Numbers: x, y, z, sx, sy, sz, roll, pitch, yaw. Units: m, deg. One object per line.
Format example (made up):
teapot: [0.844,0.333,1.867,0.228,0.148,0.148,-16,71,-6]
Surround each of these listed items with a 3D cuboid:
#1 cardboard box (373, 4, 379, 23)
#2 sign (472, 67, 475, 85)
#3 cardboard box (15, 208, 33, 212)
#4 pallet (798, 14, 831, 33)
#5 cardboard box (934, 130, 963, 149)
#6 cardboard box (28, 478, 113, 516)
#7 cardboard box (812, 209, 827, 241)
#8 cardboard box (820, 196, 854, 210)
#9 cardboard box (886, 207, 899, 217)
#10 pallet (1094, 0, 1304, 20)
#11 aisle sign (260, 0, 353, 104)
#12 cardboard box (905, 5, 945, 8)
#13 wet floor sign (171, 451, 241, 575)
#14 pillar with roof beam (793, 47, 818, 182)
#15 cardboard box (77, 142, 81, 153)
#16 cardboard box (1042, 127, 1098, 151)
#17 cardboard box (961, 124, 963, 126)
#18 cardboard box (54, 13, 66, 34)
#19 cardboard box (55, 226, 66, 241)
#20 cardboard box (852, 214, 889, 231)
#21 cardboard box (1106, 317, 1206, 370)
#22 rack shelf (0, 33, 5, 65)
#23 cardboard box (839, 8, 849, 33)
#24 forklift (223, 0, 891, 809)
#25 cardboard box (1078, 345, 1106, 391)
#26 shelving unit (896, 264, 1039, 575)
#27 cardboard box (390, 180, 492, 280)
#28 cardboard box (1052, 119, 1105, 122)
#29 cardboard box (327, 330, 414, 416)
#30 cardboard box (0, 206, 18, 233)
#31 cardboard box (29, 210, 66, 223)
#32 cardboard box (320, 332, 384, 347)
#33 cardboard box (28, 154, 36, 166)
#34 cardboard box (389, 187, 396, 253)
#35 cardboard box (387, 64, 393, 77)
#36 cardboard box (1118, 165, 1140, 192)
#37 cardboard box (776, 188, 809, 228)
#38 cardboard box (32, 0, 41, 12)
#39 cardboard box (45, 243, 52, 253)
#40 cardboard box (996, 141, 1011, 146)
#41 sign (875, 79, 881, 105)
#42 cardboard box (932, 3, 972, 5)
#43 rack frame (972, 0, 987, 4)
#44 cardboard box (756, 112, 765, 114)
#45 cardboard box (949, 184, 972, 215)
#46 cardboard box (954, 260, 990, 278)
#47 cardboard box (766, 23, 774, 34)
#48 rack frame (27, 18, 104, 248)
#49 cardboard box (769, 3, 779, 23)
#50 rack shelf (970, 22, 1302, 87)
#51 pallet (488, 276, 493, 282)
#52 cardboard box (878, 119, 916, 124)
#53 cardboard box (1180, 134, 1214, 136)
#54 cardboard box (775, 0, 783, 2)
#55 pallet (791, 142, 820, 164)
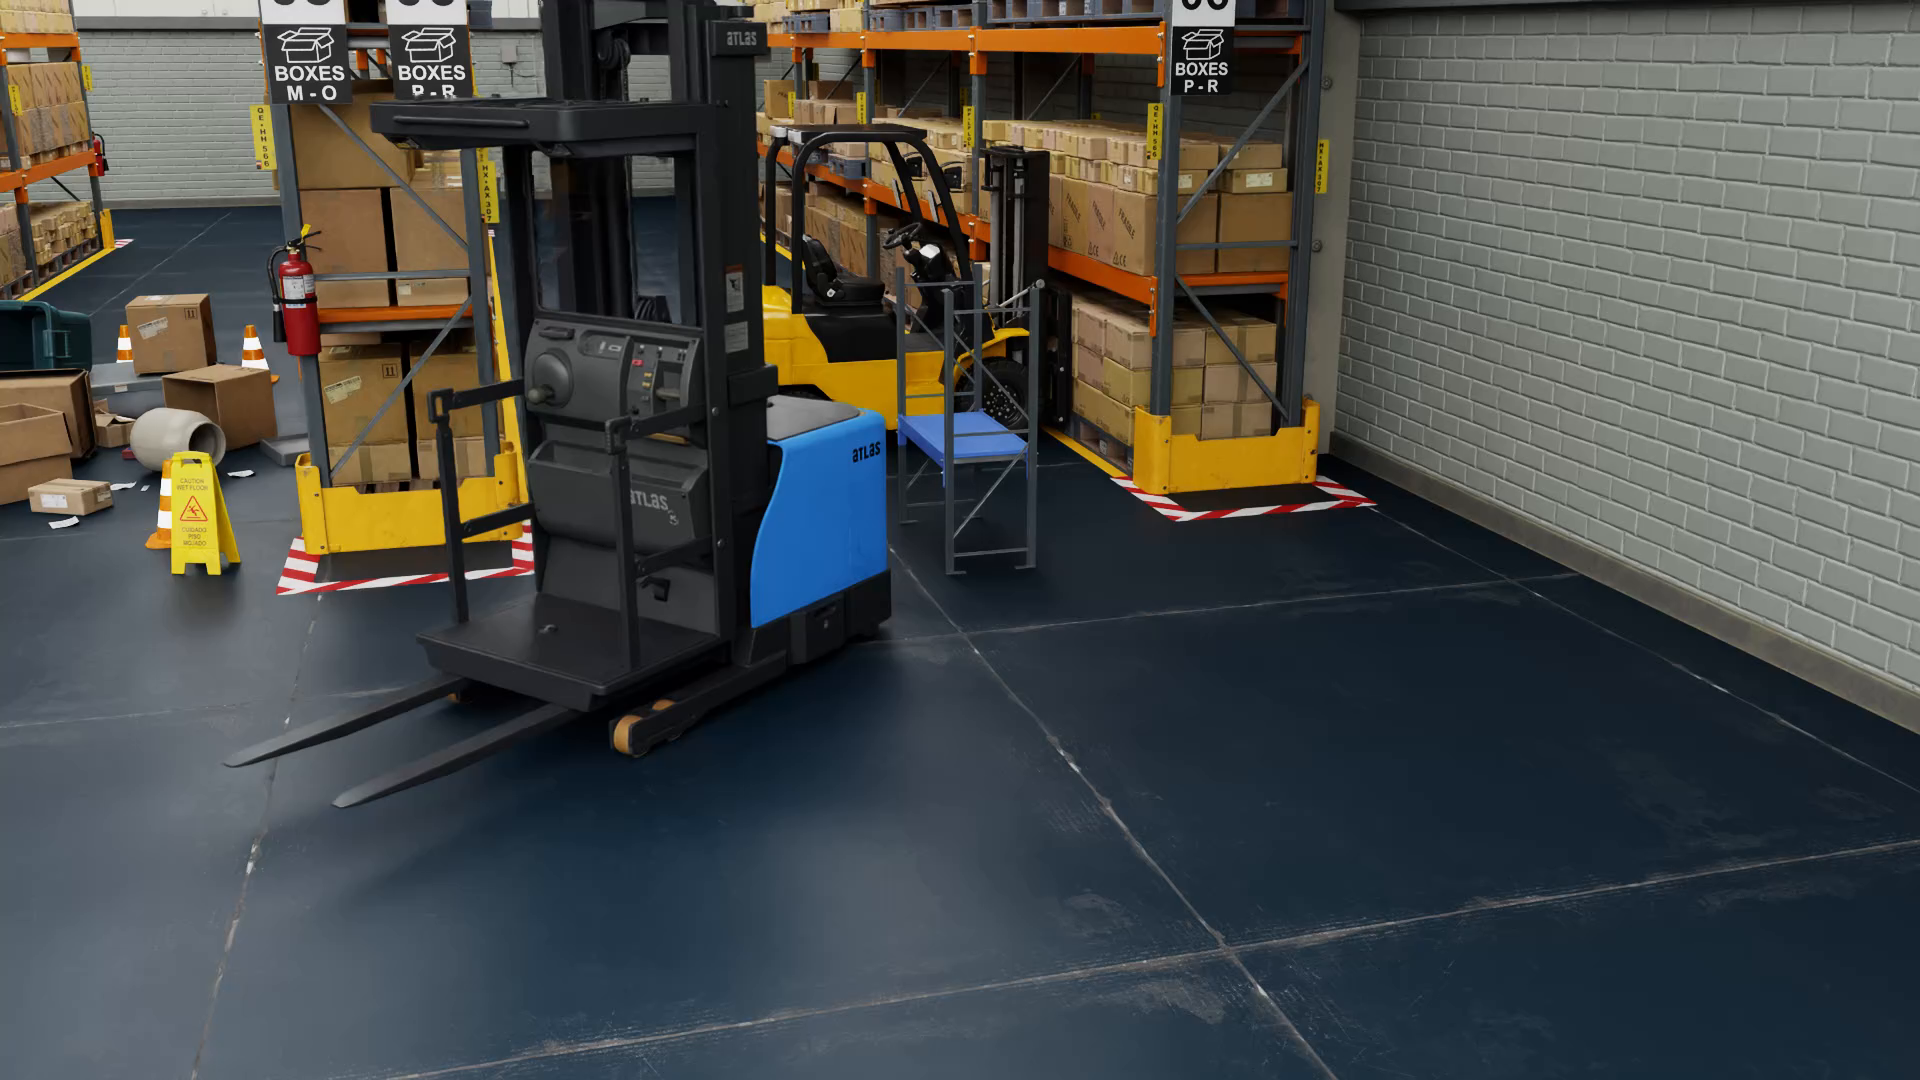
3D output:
cardboard box: [-4.040,-3.456,10.967,0.380,0.149,0.250,-5,18,-17]
sign: [-6.948,-6.556,23.638,0.100,0.325,0.005,-5,17,-15]
cardboard box: [-12.103,-4.170,21.311,0.380,0.149,0.250,-6,18,-18]
pallet: [-1.203,-6.010,19.358,1.213,0.211,1.003,-5,17,-15]
cardboard box: [-0.017,-3.562,14.796,0.380,0.149,0.250,-5,18,-17]
cardboard box: [-5.379,-0.260,10.060,0.380,0.149,0.250,4,17,13]
cardboard box: [-1.531,-3.842,20.642,0.500,0.500,0.500,-5,17,-16]
cardboard box: [-1.528,-4.190,20.673,0.380,0.149,0.250,-6,18,-18]
cardboard box: [-0.644,-3.802,19.382,0.380,0.149,0.250,-5,17,-16]
pallet: [1.525,-3.408,10.524,1.003,0.211,1.213,-5,17,-15]
aisle sign: [-3.339,-2.628,8.468,0.394,0.787,0.004,-5,17,-15]
cardboard box: [-0.375,-5.705,17.584,0.380,0.149,0.250,-5,17,-15]
wet floor sign: [-4.053,-0.158,8.857,0.267,0.644,0.232,1,17,4]
pillar with roof beam: [-6.716,-9.592,25.743,9.100,9.000,0.400,-5,17,-15]
cardboard box: [-11.812,-5.170,21.884,0.380,0.149,0.250,-5,17,-15]
cardboard box: [0.828,-2.962,12.281,0.380,0.149,0.250,-5,17,-15]
cardboard box: [0.221,-3.891,15.889,0.380,0.149,0.250,-4,17,-14]
cardboard box: [-11.679,-6.549,21.086,0.500,0.250,0.500,-5,17,-15]
cardboard box: [-11.289,-3.782,20.537,0.380,0.149,0.250,-5,17,-16]
cardboard box: [-0.988,-3.534,18.489,0.380,0.149,0.250,-6,18,-18]
cardboard box: [1.268,-1.282,10.819,0.500,0.250,0.500,-4,17,-13]
rack shelf: [-10.557,-4.862,16.460,1.077,0.370,4.000,-5,17,-15]
cardboard box: [-1.017,-5.656,18.113,0.500,0.250,0.500,-5,17,-15]
forklift: [-1.555,-0.698,6.680,1.130,2.935,3.031,11,20,32]
cardboard box: [1.133,-1.190,11.379,0.500,0.250,0.500,-5,17,-16]
shelving unit: [0.023,-0.695,9.158,0.538,1.500,1.048,-5,17,-15]
cardboard box: [-2.940,-1.766,9.427,0.500,0.500,0.500,-5,17,-16]
cardboard box: [0.974,-3.360,13.604,0.380,0.149,0.250,-5,17,-15]
cardboard box: [-3.694,-1.011,10.351,0.500,0.500,0.500,-4,17,-13]
cardboard box: [-10.659,-3.500,18.202,0.500,0.250,0.500,-5,17,-17]
cardboard box: [-11.506,-4.060,20.945,0.380,0.149,0.250,-5,18,-17]
cardboard box: [-3.713,-1.274,10.099,0.380,0.149,0.250,-4,17,-14]
cardboard box: [-11.205,-4.518,19.715,0.380,0.149,0.250,-6,18,-18]
cardboard box: [-3.758,-2.019,10.269,0.500,0.500,0.500,-5,17,-16]
cardboard box: [-6.765,-5.640,19.974,0.380,0.149,0.250,-5,17,-16]
cardboard box: [1.231,-2.317,10.651,0.380,0.149,0.250,-4,17,-14]
cardboard box: [-2.379,-4.676,23.419,0.500,0.500,0.500,-4,17,-14]
cardboard box: [-11.427,-6.503,20.063,0.500,0.250,0.500,-5,18,-18]
cardboard box: [-11.207,-3.489,20.080,0.380,0.149,0.250,-5,17,-16]
cardboard box: [0.503,-3.101,13.260,0.380,0.149,0.250,-4,17,-14]
sign: [-1.070,-5.735,21.318,0.100,0.325,0.005,-5,17,-15]
cardboard box: [-0.058,-5.463,16.568,0.500,0.250,0.500,-5,17,-15]
rack frame: [0.595,-5.796,13.106,1.000,3.000,0.127,-5,17,-15]
cardboard box: [-2.837,-6.166,24.509,0.500,0.250,0.500,-5,17,-15]
cardboard box: [0.205,-2.970,14.385,0.500,0.250,0.500,-4,17,-14]
cardboard box: [0.441,-2.130,14.727,0.875,0.625,0.625,-4,17,-13]
cardboard box: [-2.437,-6.952,22.603,0.380,0.149,0.250,-4,17,-14]
rack frame: [-12.206,-5.429,22.313,1.000,3.000,0.127,-5,17,-15]
cardboard box: [-2.259,-7.042,22.212,0.500,0.250,0.500,-4,17,-14]
rack shelf: [1.145,-3.462,11.799,1.077,0.370,4.000,-5,17,-15]
pallet: [-5.751,-2.861,18.611,1.003,0.211,1.213,-5,17,-15]
cardboard box: [-0.625,-4.203,16.928,0.380,0.149,0.250,-4,17,-14]
cardboard box: [1.532,-2.715,11.457,0.380,0.149,0.250,-4,17,-14]
cardboard box: [-2.121,-7.143,21.677,0.500,0.250,0.500,-5,17,-16]
pallet: [-1.488,-4.814,20.598,1.003,0.211,1.213,-5,17,-15]
